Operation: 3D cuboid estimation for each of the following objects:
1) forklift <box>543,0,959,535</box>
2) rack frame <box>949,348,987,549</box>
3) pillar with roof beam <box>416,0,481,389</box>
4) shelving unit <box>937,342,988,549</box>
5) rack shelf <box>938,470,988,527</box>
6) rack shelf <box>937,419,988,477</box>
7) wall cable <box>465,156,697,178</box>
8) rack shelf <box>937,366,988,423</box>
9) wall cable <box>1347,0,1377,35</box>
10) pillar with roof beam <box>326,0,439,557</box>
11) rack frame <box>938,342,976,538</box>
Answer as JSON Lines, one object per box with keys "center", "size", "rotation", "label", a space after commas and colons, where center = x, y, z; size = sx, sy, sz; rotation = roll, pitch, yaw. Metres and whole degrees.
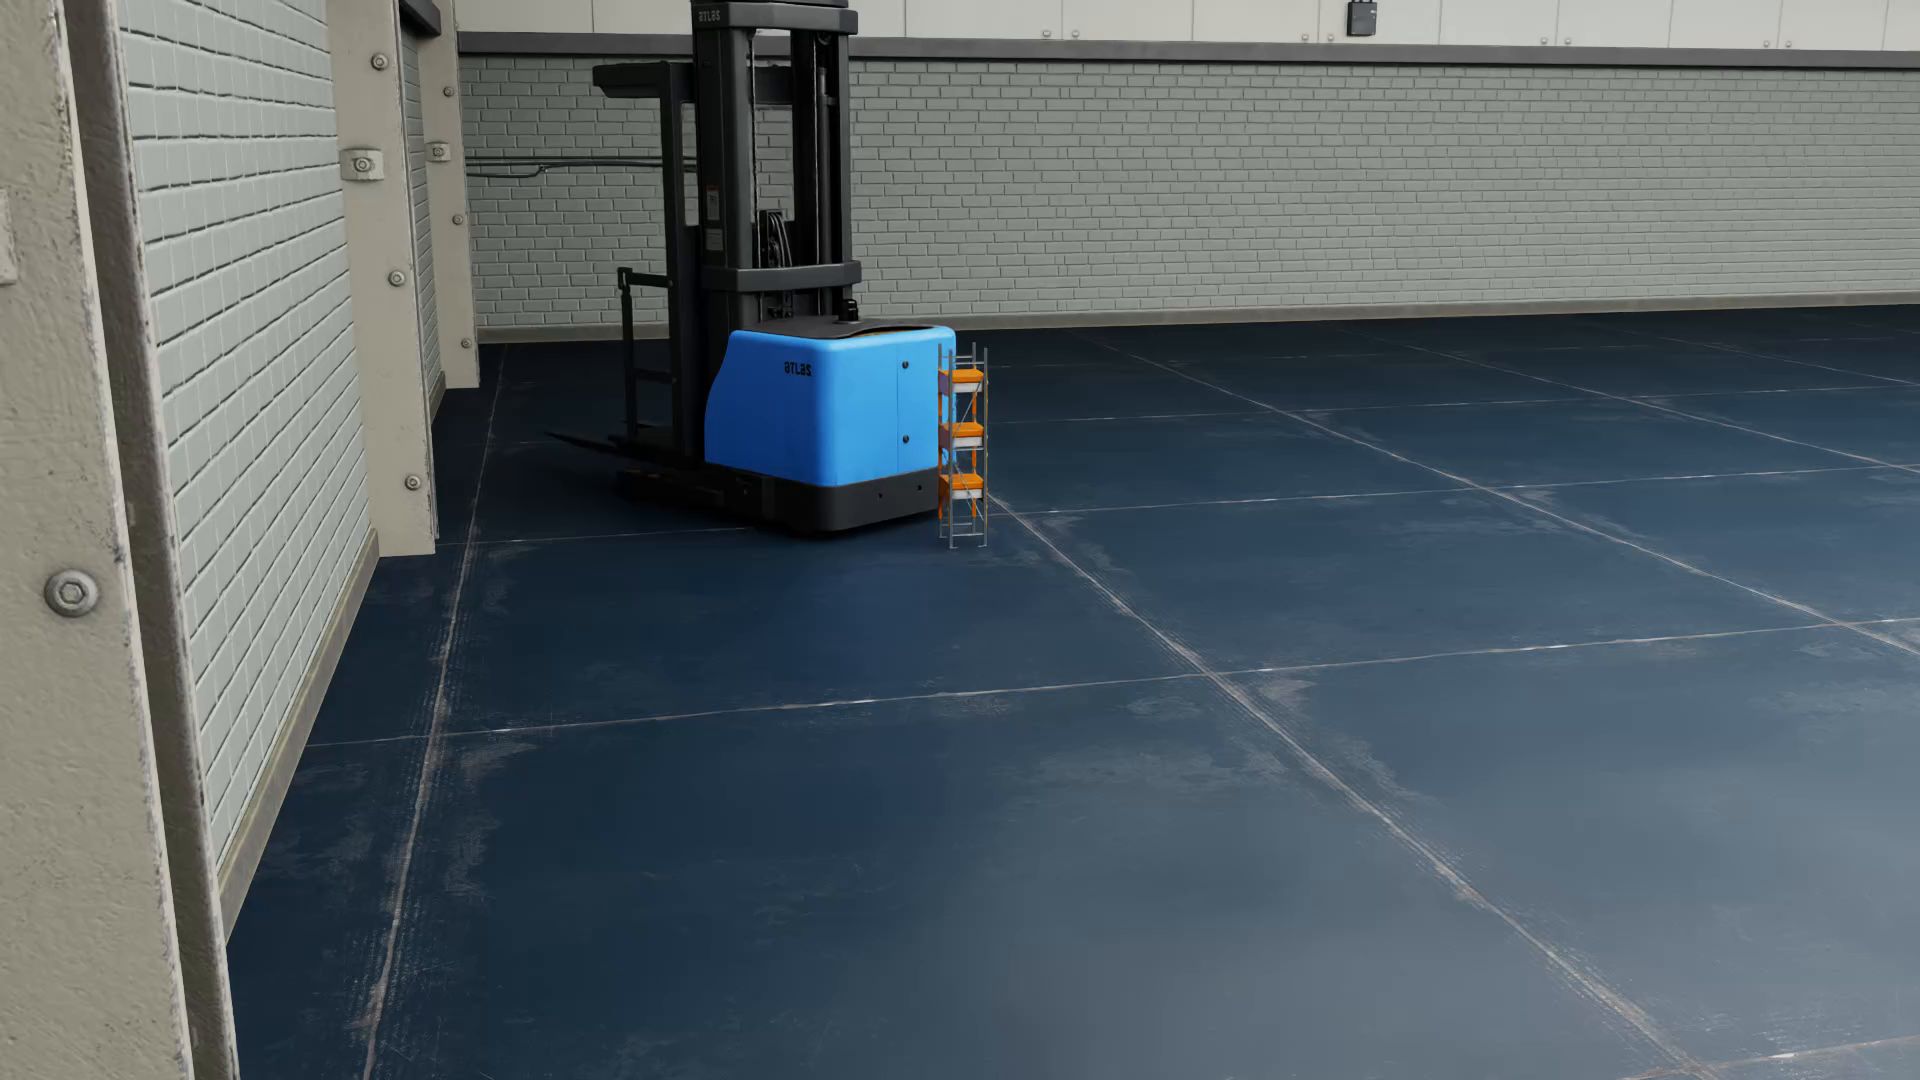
{"center": [-1.418, -1.729, 9.829], "size": [3.031, 2.935, 1.130], "rotation": [13, 19, 42], "label": "forklift"}
{"center": [0.041, -0.470, 8.637], "size": [0.200, 1.050, 0.008], "rotation": [-3, 14, -13], "label": "rack frame"}
{"center": [-0.150, -5.961, 14.365], "size": [9.100, 9.000, 0.400], "rotation": [-3, 14, -13], "label": "pillar with roof beam"}
{"center": [0.013, -0.498, 8.752], "size": [0.215, 1.050, 0.252], "rotation": [-3, 14, -13], "label": "shelving unit"}
{"center": [0.013, -0.217, 8.820], "size": [0.215, 0.259, 0.240], "rotation": [-3, 14, -13], "label": "rack shelf"}
{"center": [0.013, -0.487, 8.754], "size": [0.215, 0.259, 0.240], "rotation": [-3, 14, -13], "label": "rack shelf"}
{"center": [-3.741, -4.966, 16.834], "size": [3.097, 2.526, 0.112], "rotation": [-3, 14, -13], "label": "wall cable"}
{"center": [0.013, -0.763, 8.687], "size": [0.215, 0.259, 0.240], "rotation": [-3, 14, -13], "label": "rack shelf"}
{"center": [5.491, -8.652, 18.213], "size": [2.305, 6.003, 0.169], "rotation": [-3, 14, -13], "label": "wall cable"}
{"center": [1.260, -4.577, 8.699], "size": [9.100, 9.000, 0.400], "rotation": [-3, 14, -13], "label": "pillar with roof beam"}
{"center": [-0.016, -0.526, 8.867], "size": [0.200, 1.050, 0.008], "rotation": [-3, 14, -13], "label": "rack frame"}
